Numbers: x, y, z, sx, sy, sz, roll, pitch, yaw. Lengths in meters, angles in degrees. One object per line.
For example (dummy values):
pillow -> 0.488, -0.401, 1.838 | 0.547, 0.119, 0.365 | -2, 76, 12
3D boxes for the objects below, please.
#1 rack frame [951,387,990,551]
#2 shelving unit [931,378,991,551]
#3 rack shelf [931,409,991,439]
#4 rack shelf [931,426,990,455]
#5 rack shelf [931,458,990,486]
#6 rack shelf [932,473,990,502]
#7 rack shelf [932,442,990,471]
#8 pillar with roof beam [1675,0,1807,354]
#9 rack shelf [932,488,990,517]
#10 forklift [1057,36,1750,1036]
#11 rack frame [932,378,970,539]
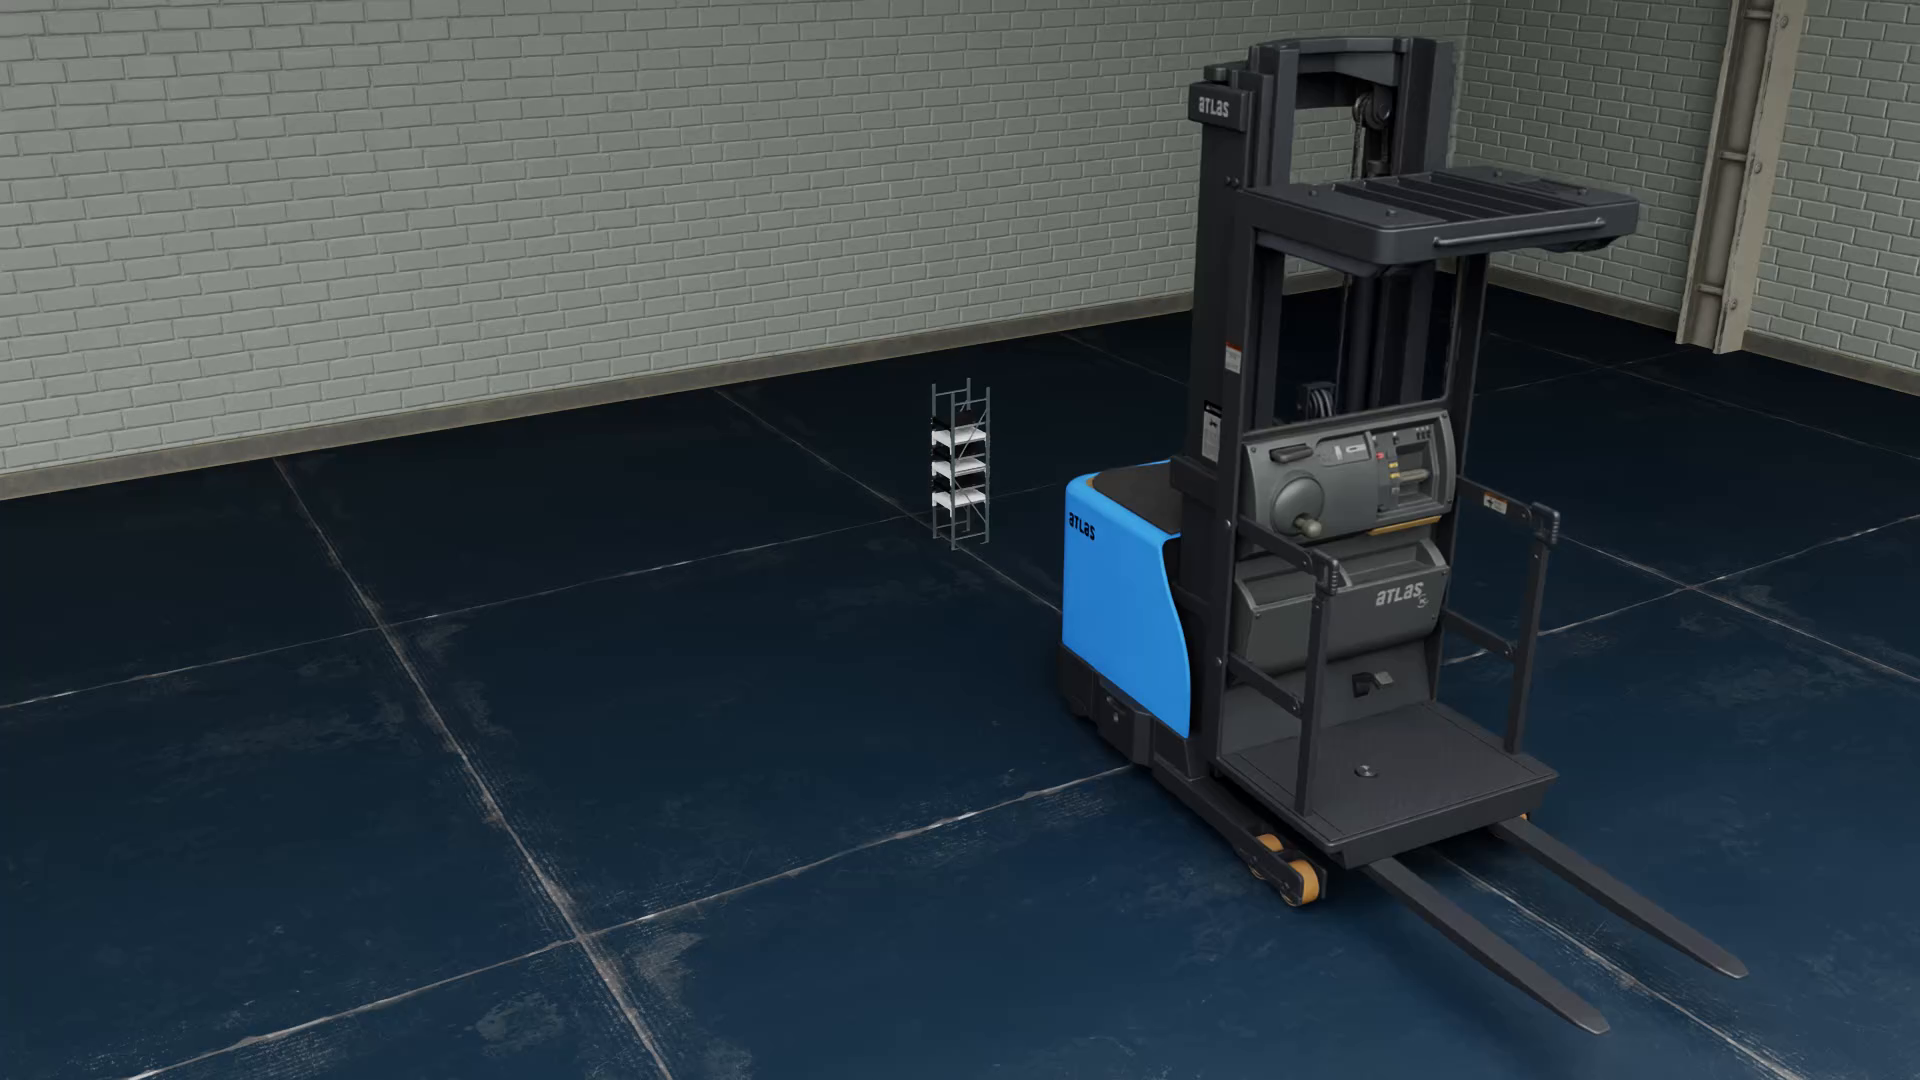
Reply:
rack frame -> 0.056, -0.381, 9.055 | 0.240, 0.900, 0.006 | -13, 25, -28
shelving unit -> 0.004, -0.414, 9.136 | 0.258, 0.900, 0.210 | -13, 25, -28
rack shelf -> 0.004, -0.633, 9.046 | 0.258, 0.077, 0.200 | -13, 25, -28
rack shelf -> 0.004, -0.550, 9.080 | 0.258, 0.077, 0.200 | -13, 25, -28
rack shelf -> 0.004, -0.383, 9.148 | 0.258, 0.077, 0.200 | -13, 25, -28
rack shelf -> 0.004, -0.300, 9.182 | 0.258, 0.077, 0.200 | -13, 25, -28
rack shelf -> 0.004, -0.467, 9.114 | 0.258, 0.077, 0.200 | -13, 25, -28
pillar with roof beam -> 2.183, -4.867, 9.335 | 9.100, 9.000, 0.400 | -13, 25, -28
rack shelf -> 0.004, -0.217, 9.216 | 0.258, 0.077, 0.200 | -13, 25, -28
forklift -> 1.548, -0.219, 5.958 | 1.130, 2.935, 3.031 | -11, 24, -25
rack frame -> -0.048, -0.447, 9.217 | 0.240, 0.900, 0.006 | -13, 25, -28
